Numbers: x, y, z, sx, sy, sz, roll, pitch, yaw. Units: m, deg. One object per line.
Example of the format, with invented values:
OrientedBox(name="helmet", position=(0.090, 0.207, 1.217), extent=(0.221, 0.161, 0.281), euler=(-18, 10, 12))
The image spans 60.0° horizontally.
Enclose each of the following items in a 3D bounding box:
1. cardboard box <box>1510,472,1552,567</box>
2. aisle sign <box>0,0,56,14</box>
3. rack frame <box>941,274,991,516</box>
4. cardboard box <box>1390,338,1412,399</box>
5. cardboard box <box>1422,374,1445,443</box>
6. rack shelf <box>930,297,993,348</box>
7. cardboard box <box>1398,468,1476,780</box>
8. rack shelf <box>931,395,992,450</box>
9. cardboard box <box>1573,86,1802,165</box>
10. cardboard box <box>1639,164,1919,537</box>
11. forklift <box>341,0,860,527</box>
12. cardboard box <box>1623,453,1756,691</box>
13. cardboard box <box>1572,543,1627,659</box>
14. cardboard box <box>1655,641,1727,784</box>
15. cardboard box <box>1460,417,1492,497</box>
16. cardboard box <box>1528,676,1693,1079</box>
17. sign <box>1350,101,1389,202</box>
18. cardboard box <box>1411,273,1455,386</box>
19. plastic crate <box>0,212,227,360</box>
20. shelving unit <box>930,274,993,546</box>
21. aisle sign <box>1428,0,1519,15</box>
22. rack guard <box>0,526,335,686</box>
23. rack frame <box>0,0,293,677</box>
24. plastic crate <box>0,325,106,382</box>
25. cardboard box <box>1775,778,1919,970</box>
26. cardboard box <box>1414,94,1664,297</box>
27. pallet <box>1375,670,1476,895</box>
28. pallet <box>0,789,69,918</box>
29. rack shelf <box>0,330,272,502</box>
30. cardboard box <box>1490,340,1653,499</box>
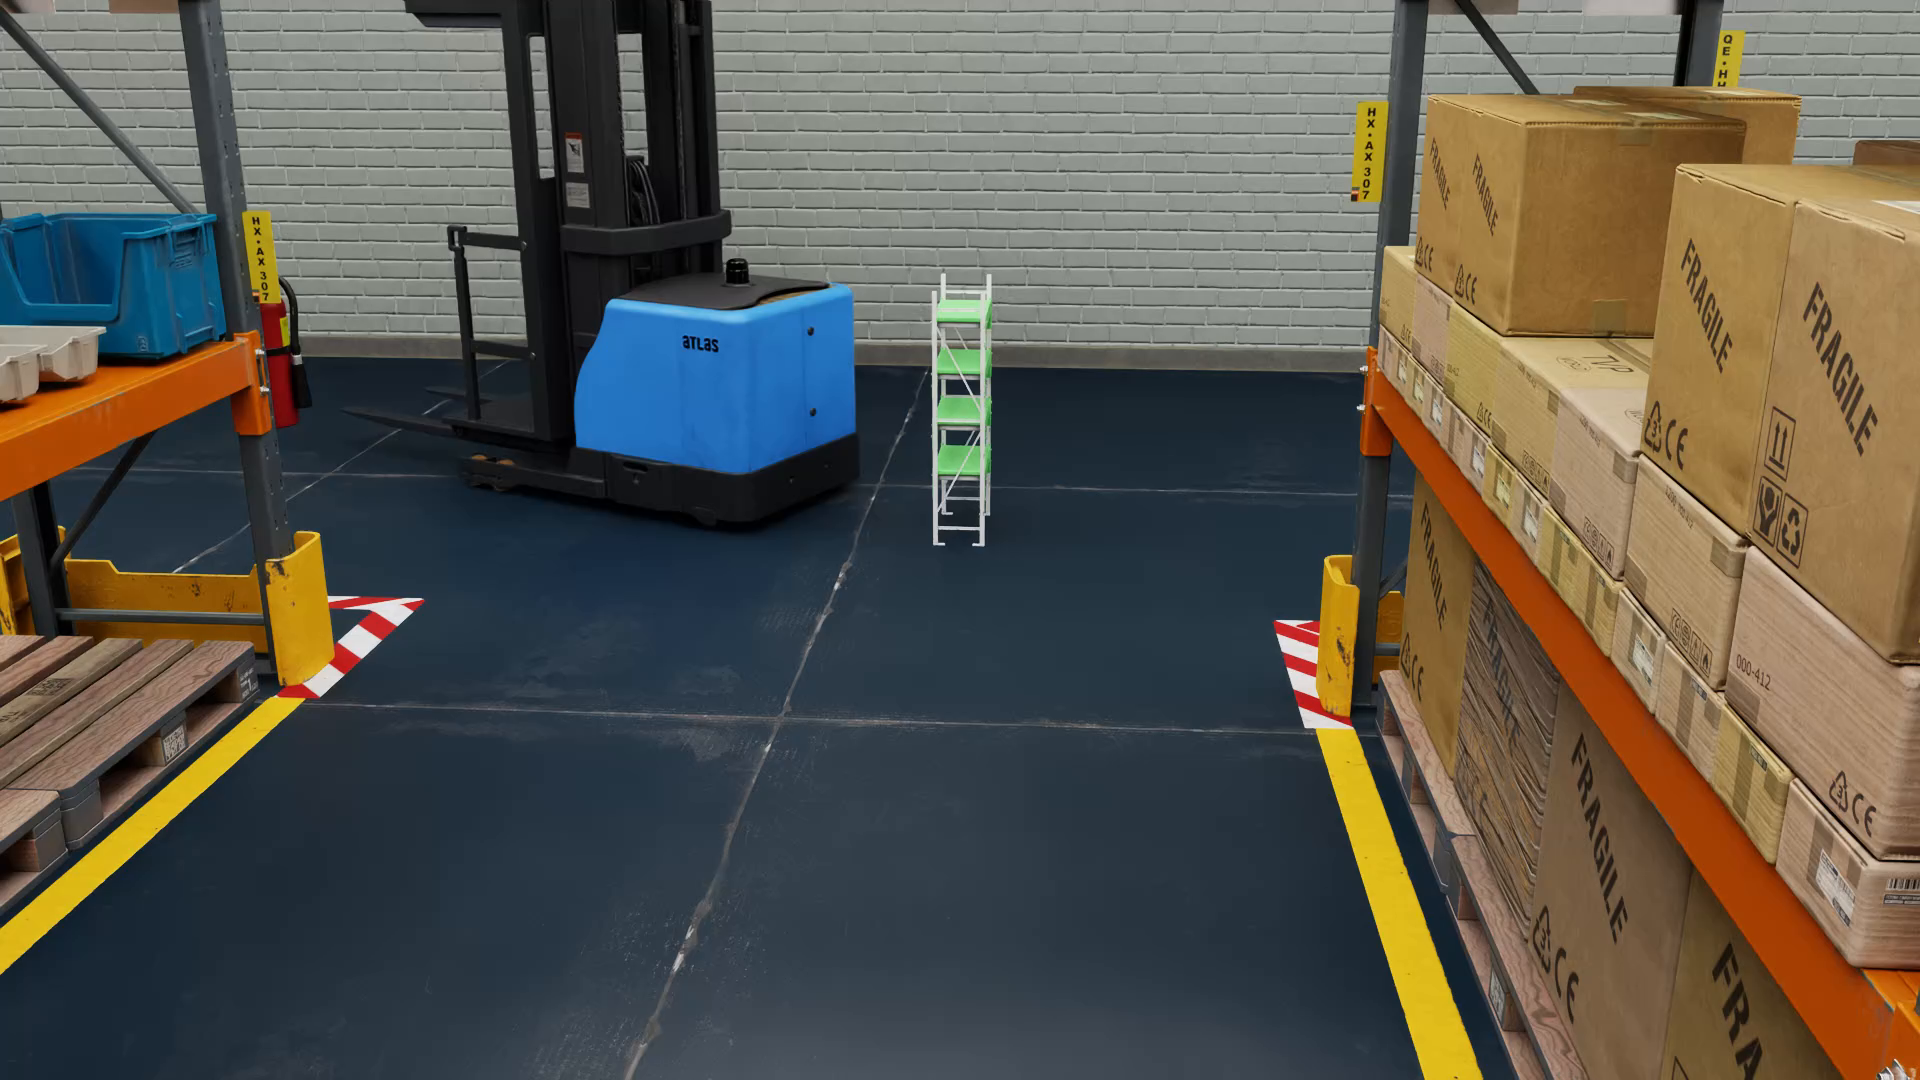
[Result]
OrientedBox(name="cardboard box", position=(1.430, -0.041, 3.634), extent=(0.380, 0.149, 0.250), euler=(2, 18, 5))
OrientedBox(name="aisle sign", position=(-3.321, -2.197, 5.637), extent=(0.394, 0.787, 0.004), euler=(1, 18, 4))
OrientedBox(name="rack frame", position=(0.029, -0.697, 8.124), extent=(0.240, 1.200, 0.015), euler=(1, 18, 4))
OrientedBox(name="cardboard box", position=(1.539, -0.520, 5.098), extent=(0.380, 0.149, 0.250), euler=(1, 18, 3))
OrientedBox(name="cardboard box", position=(1.503, -0.360, 4.608), extent=(0.380, 0.149, 0.250), euler=(1, 18, 3))
OrientedBox(name="rack shelf", position=(0.012, -1.017, 7.764), extent=(0.258, 0.148, 0.480), euler=(1, 18, 4))
OrientedBox(name="cardboard box", position=(1.944, 0.188, 5.269), extent=(0.875, 0.875, 0.875), euler=(1, 18, 4))
OrientedBox(name="rack shelf", position=(0.012, -0.561, 7.913), extent=(0.258, 0.148, 0.480), euler=(1, 18, 4))
OrientedBox(name="cardboard box", position=(2.137, -1.092, 4.996), extent=(0.500, 0.500, 0.500), euler=(2, 18, 5))
OrientedBox(name="cardboard box", position=(1.430, -0.311, 2.613), extent=(0.500, 0.500, 0.500), euler=(1, 18, 4))
OrientedBox(name="forklift", position=(-2.059, -1.775, 8.634), extent=(3.031, 2.935, 1.130), euler=(10, 21, 29))
OrientedBox(name="cardboard box", position=(1.428, 0.046, 2.729), extent=(0.500, 0.250, 0.500), euler=(2, 18, 6))
OrientedBox(name="cardboard box", position=(1.392, 0.118, 3.150), extent=(0.380, 0.149, 0.250), euler=(2, 18, 5))
OrientedBox(name="cardboard box", position=(1.355, 0.278, 2.662), extent=(0.380, 0.149, 0.250), euler=(1, 18, 3))
OrientedBox(name="cardboard box", position=(1.466, -0.201, 4.122), extent=(0.380, 0.149, 0.250), euler=(1, 18, 3))
OrientedBox(name="cardboard box", position=(1.815, 0.747, 3.563), extent=(0.875, 0.875, 0.875), euler=(1, 18, 4))
OrientedBox(name="sign", position=(1.357, -1.286, 5.512), extent=(0.100, 0.325, 0.005), euler=(1, 18, 4))
OrientedBox(name="cardboard box", position=(1.576, -0.588, 4.663), extent=(0.500, 0.250, 0.500), euler=(1, 18, 3))
OrientedBox(name="plastic crate", position=(-2.868, -0.870, 5.608), extent=(0.616, 0.435, 0.499), euler=(1, 18, 4))
OrientedBox(name="shelving unit", position=(0.012, -0.622, 7.893), extent=(0.258, 1.200, 0.503), euler=(1, 18, 4))
OrientedBox(name="aisle sign", position=(1.616, -2.087, 5.300), extent=(0.394, 0.787, 0.004), euler=(1, 18, 4))
OrientedBox(name="rack guard", position=(-3.041, 0.247, 6.366), extent=(1.175, 0.500, 0.348), euler=(1, 18, 4))
OrientedBox(name="rack frame", position=(-3.030, -0.933, 5.953), extent=(1.000, 3.000, 0.127), euler=(1, 18, 4))
OrientedBox(name="plastic crate", position=(-2.908, -0.579, 5.200), extent=(0.396, 0.136, 0.243), euler=(1, 18, 4))
OrientedBox(name="cardboard box", position=(1.319, 0.437, 2.175), extent=(0.380, 0.149, 0.250), euler=(1, 18, 4))
OrientedBox(name="cardboard box", position=(1.571, -0.951, 4.566), extent=(0.500, 0.500, 0.500), euler=(1, 18, 3))
OrientedBox(name="pallet", position=(1.931, 0.753, 5.287), extent=(1.003, 0.211, 1.213), euler=(1, 18, 4))
OrientedBox(name="pallet", position=(-3.218, 1.025, 4.455), extent=(1.003, 0.211, 1.213), euler=(1, 18, 4))
OrientedBox(name="rack shelf", position=(-3.173, 0.030, 4.170), extent=(1.077, 0.370, 4.000), euler=(1, 18, 4))
OrientedBox(name="cardboard box", position=(1.504, -0.270, 3.692), extent=(0.500, 0.250, 0.500), euler=(1, 18, 3))
